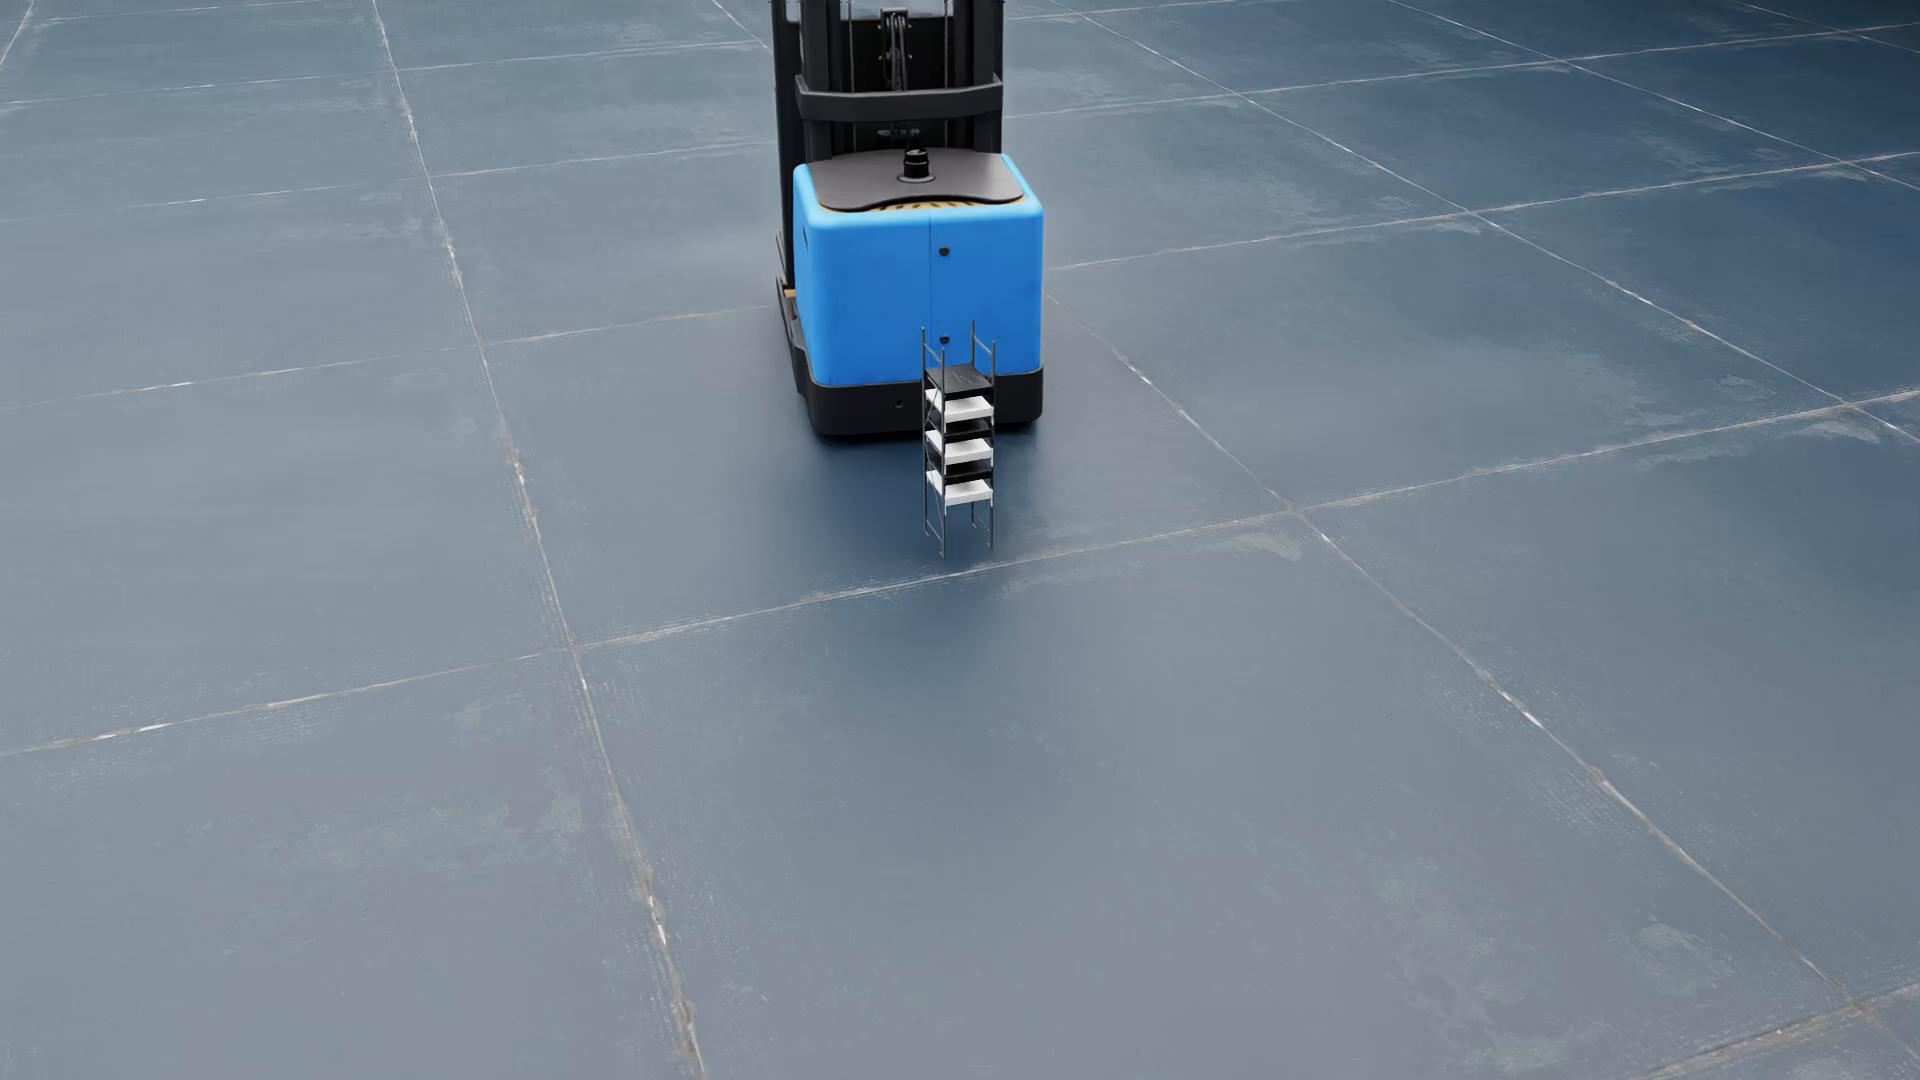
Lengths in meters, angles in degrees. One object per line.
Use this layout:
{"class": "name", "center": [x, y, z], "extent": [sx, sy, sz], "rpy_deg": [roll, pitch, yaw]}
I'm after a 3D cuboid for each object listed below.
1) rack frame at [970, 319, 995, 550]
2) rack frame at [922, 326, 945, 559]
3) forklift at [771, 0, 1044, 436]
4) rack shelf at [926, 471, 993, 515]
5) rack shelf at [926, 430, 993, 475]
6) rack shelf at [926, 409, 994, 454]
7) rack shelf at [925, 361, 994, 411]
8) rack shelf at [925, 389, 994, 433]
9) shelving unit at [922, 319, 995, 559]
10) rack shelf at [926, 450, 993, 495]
{"class": "rack frame", "center": [0.088, -0.407, 6.556], "extent": [0.006, 0.900, 0.240], "rpy_deg": [-10, 31, -18]}
{"class": "rack frame", "center": [-0.103, -0.372, 6.494], "extent": [0.006, 0.900, 0.240], "rpy_deg": [-10, 31, -18]}
{"class": "forklift", "center": [-0.381, -2.449, 8.088], "extent": [1.130, 2.935, 3.031], "rpy_deg": [-5, 30, -8]}
{"class": "rack shelf", "center": [-0.008, -0.204, 6.630], "extent": [0.200, 0.077, 0.258], "rpy_deg": [-10, 31, -18]}
{"class": "rack shelf", "center": [-0.008, -0.361, 6.541], "extent": [0.200, 0.077, 0.258], "rpy_deg": [-10, 31, -18]}
{"class": "rack shelf", "center": [-0.008, -0.439, 6.497], "extent": [0.200, 0.077, 0.258], "rpy_deg": [-10, 31, -18]}
{"class": "rack shelf", "center": [-0.008, -0.595, 6.408], "extent": [0.200, 0.077, 0.258], "rpy_deg": [-10, 31, -18]}
{"class": "rack shelf", "center": [-0.008, -0.517, 6.452], "extent": [0.200, 0.077, 0.258], "rpy_deg": [-10, 31, -18]}
{"class": "shelving unit", "center": [-0.008, -0.390, 6.525], "extent": [0.210, 0.900, 0.258], "rpy_deg": [-10, 31, -18]}
{"class": "rack shelf", "center": [-0.008, -0.282, 6.586], "extent": [0.200, 0.077, 0.258], "rpy_deg": [-10, 31, -18]}
